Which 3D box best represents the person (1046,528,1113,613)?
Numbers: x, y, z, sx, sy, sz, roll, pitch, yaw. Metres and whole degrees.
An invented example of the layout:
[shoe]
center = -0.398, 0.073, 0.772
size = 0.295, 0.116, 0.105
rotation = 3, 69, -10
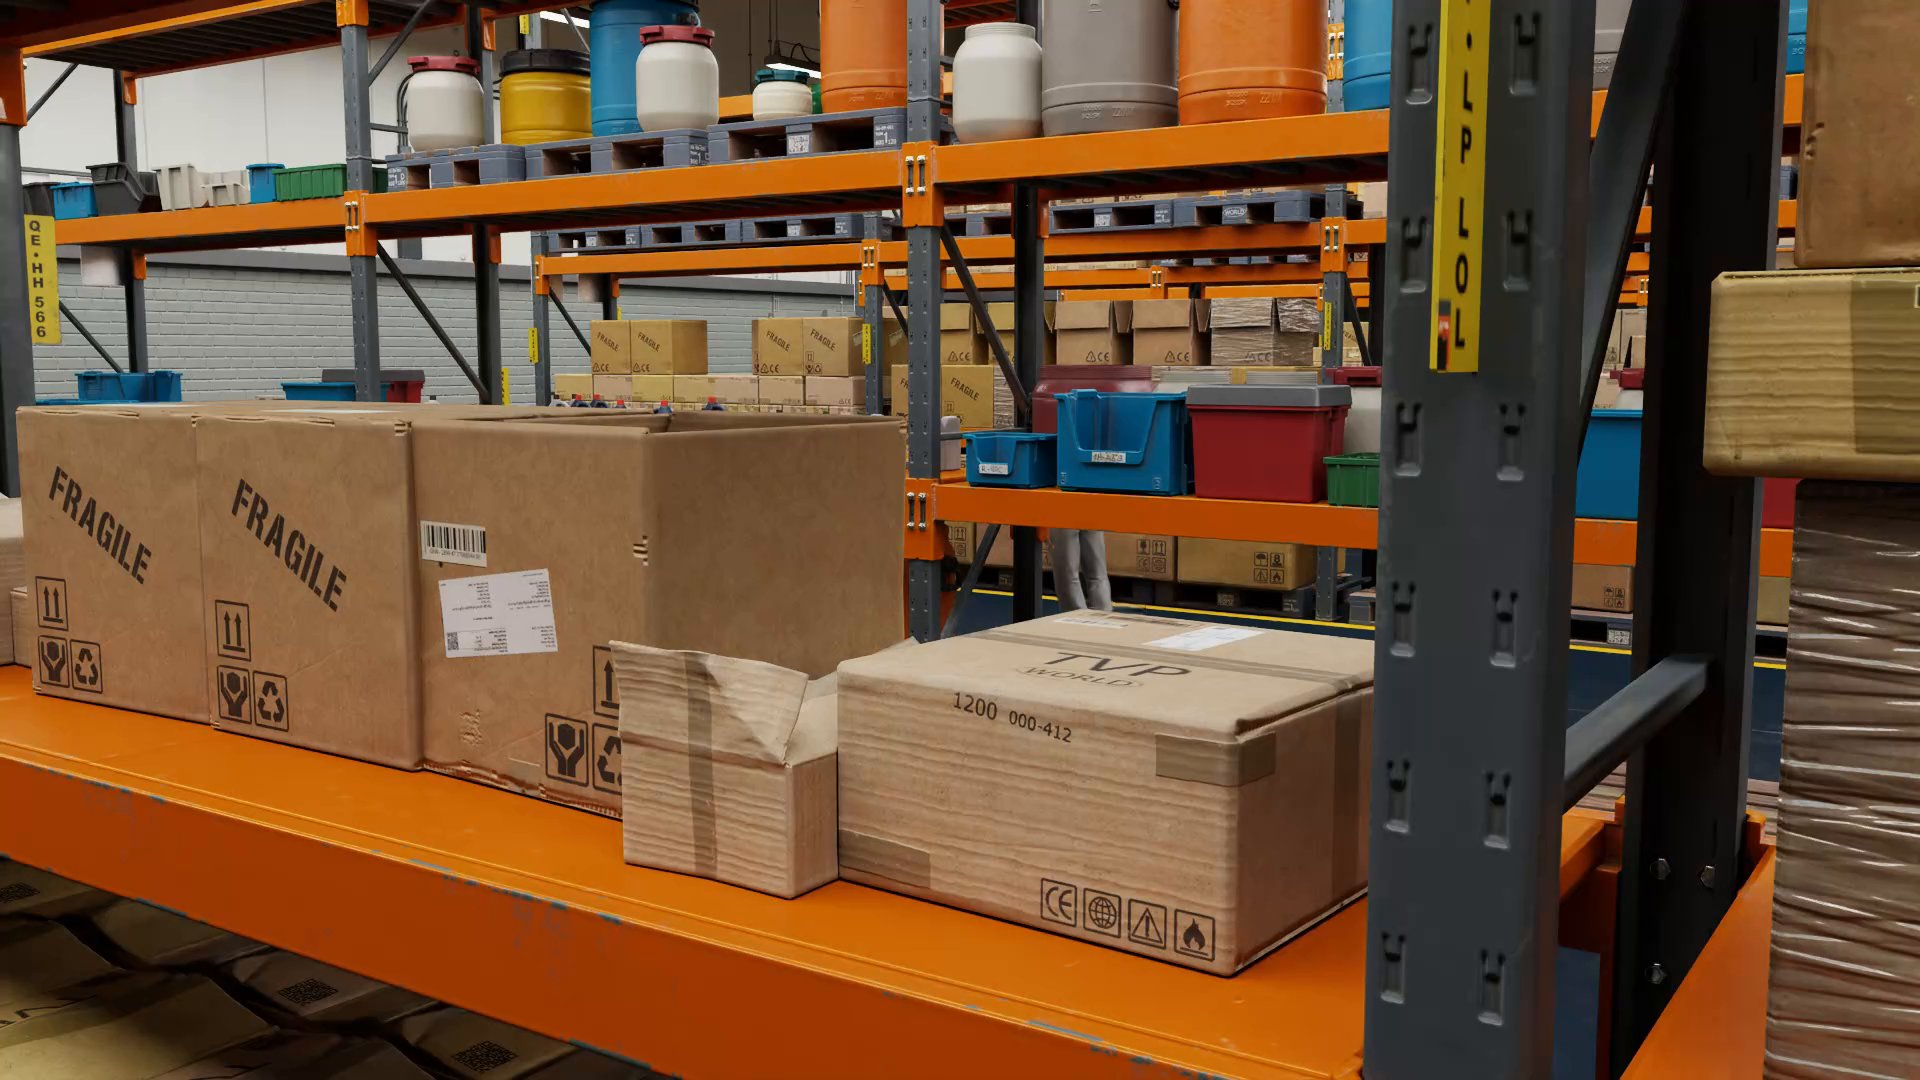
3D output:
[person]
center = 0.767, -0.083, 10.063
size = 0.616, 1.669, 0.409
rotation = -3, 7, -23
